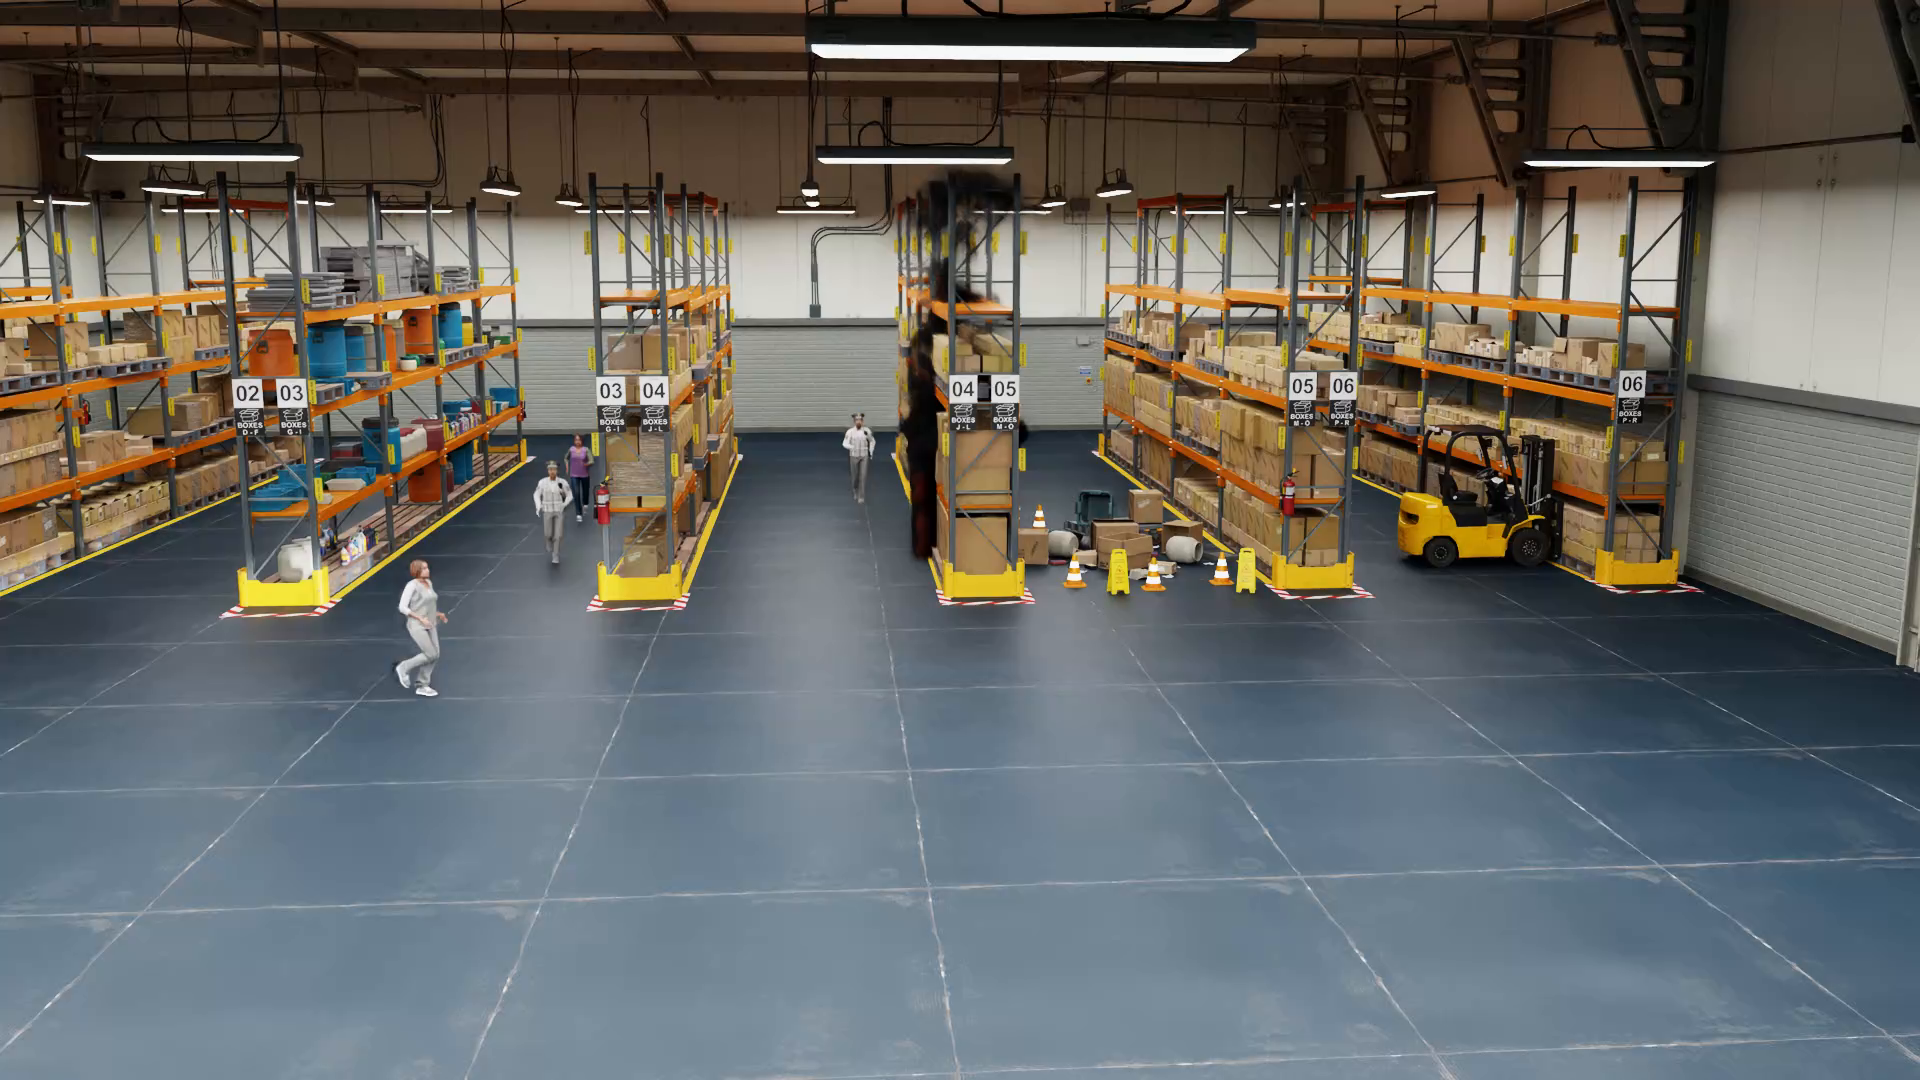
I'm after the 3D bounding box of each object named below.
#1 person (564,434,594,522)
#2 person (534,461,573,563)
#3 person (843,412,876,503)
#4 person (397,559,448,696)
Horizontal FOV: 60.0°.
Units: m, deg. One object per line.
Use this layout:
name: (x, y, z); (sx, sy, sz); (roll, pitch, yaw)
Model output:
person: (-7.019, -1.168, 30.671); (0.543, 1.576, 0.877); (-2, 10, -12)
person: (-6.489, -0.455, 26.580); (0.618, 1.652, 0.550); (-2, 10, -12)
person: (-1.867, -1.545, 30.979); (0.619, 1.677, 0.640); (-1, 10, -6)
person: (-6.063, 0.982, 18.674); (0.532, 1.552, 0.523); (3, 10, 14)
